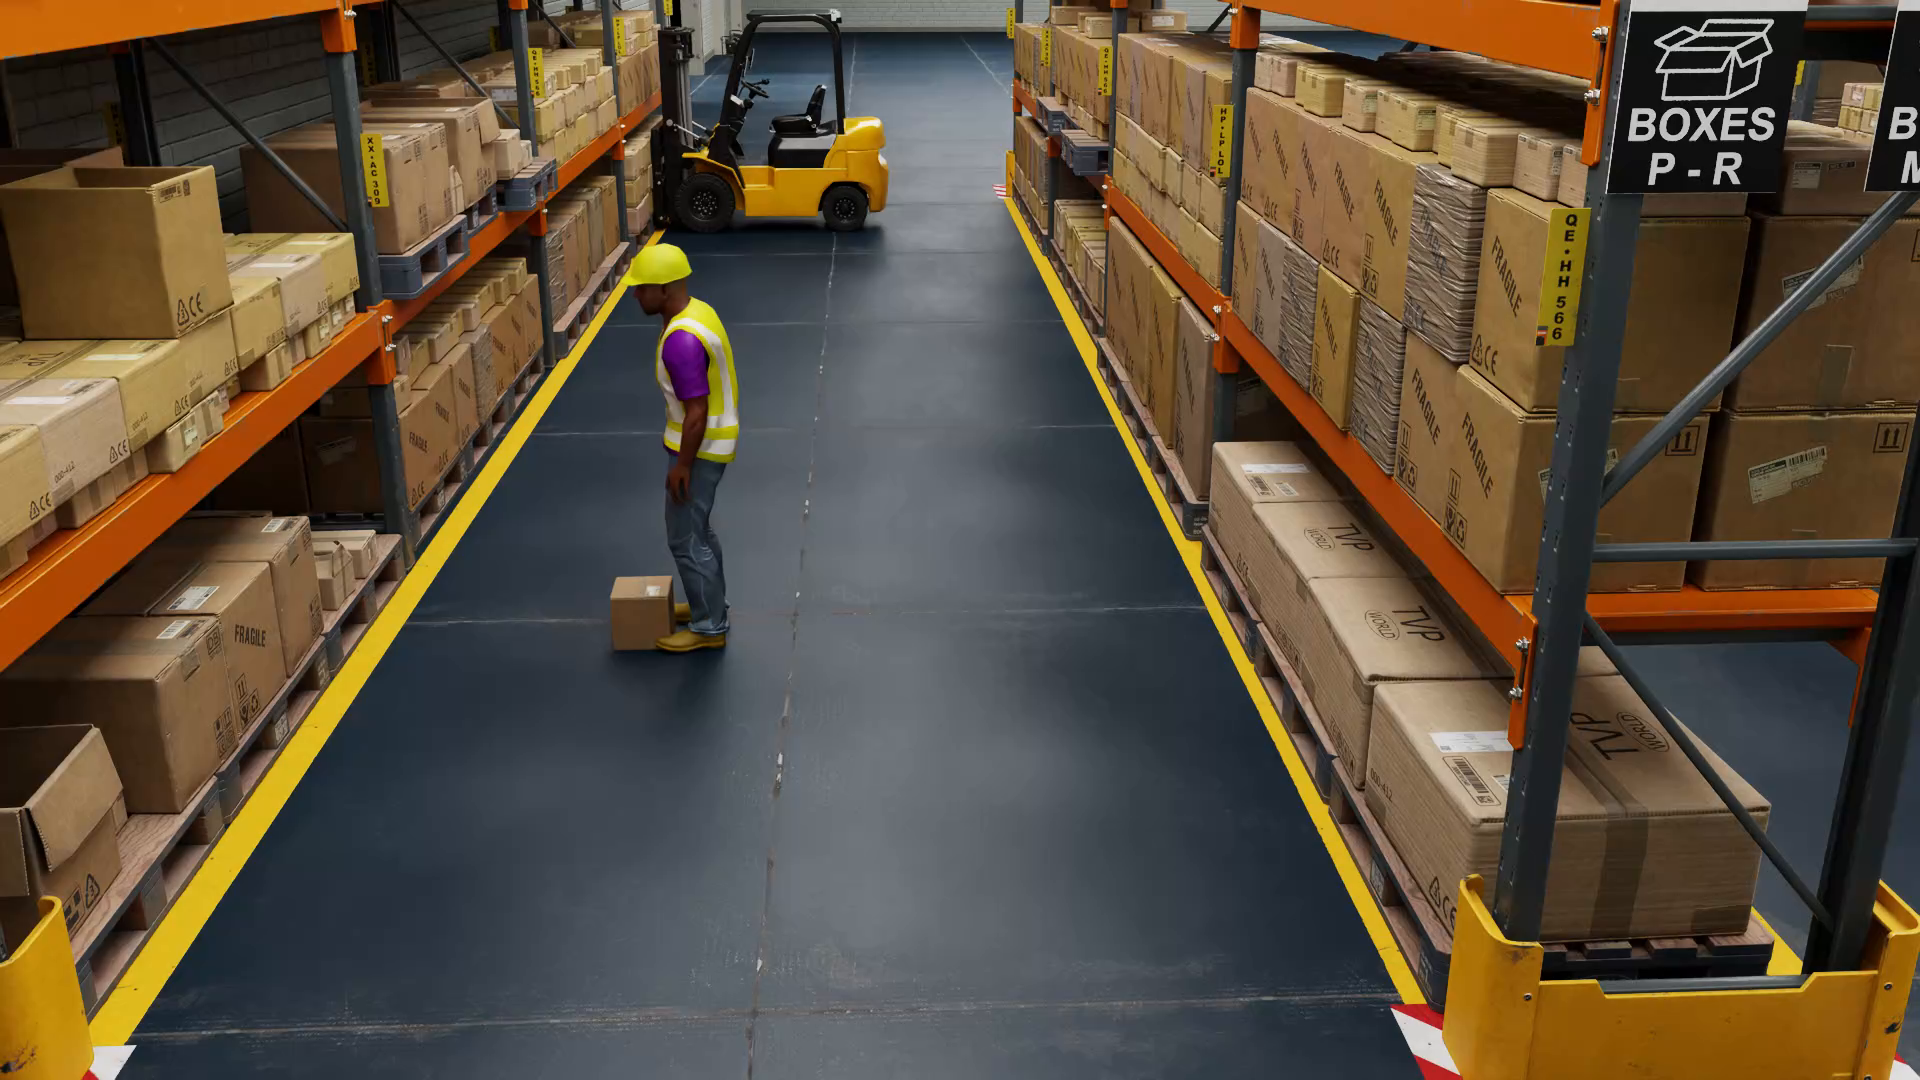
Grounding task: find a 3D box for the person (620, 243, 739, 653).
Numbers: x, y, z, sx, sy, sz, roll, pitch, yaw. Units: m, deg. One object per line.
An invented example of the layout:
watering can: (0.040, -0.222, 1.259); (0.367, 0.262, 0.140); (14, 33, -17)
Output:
person: (-1.166, -0.393, 7.115); (0.458, 1.760, 0.616); (-2, 20, -5)
